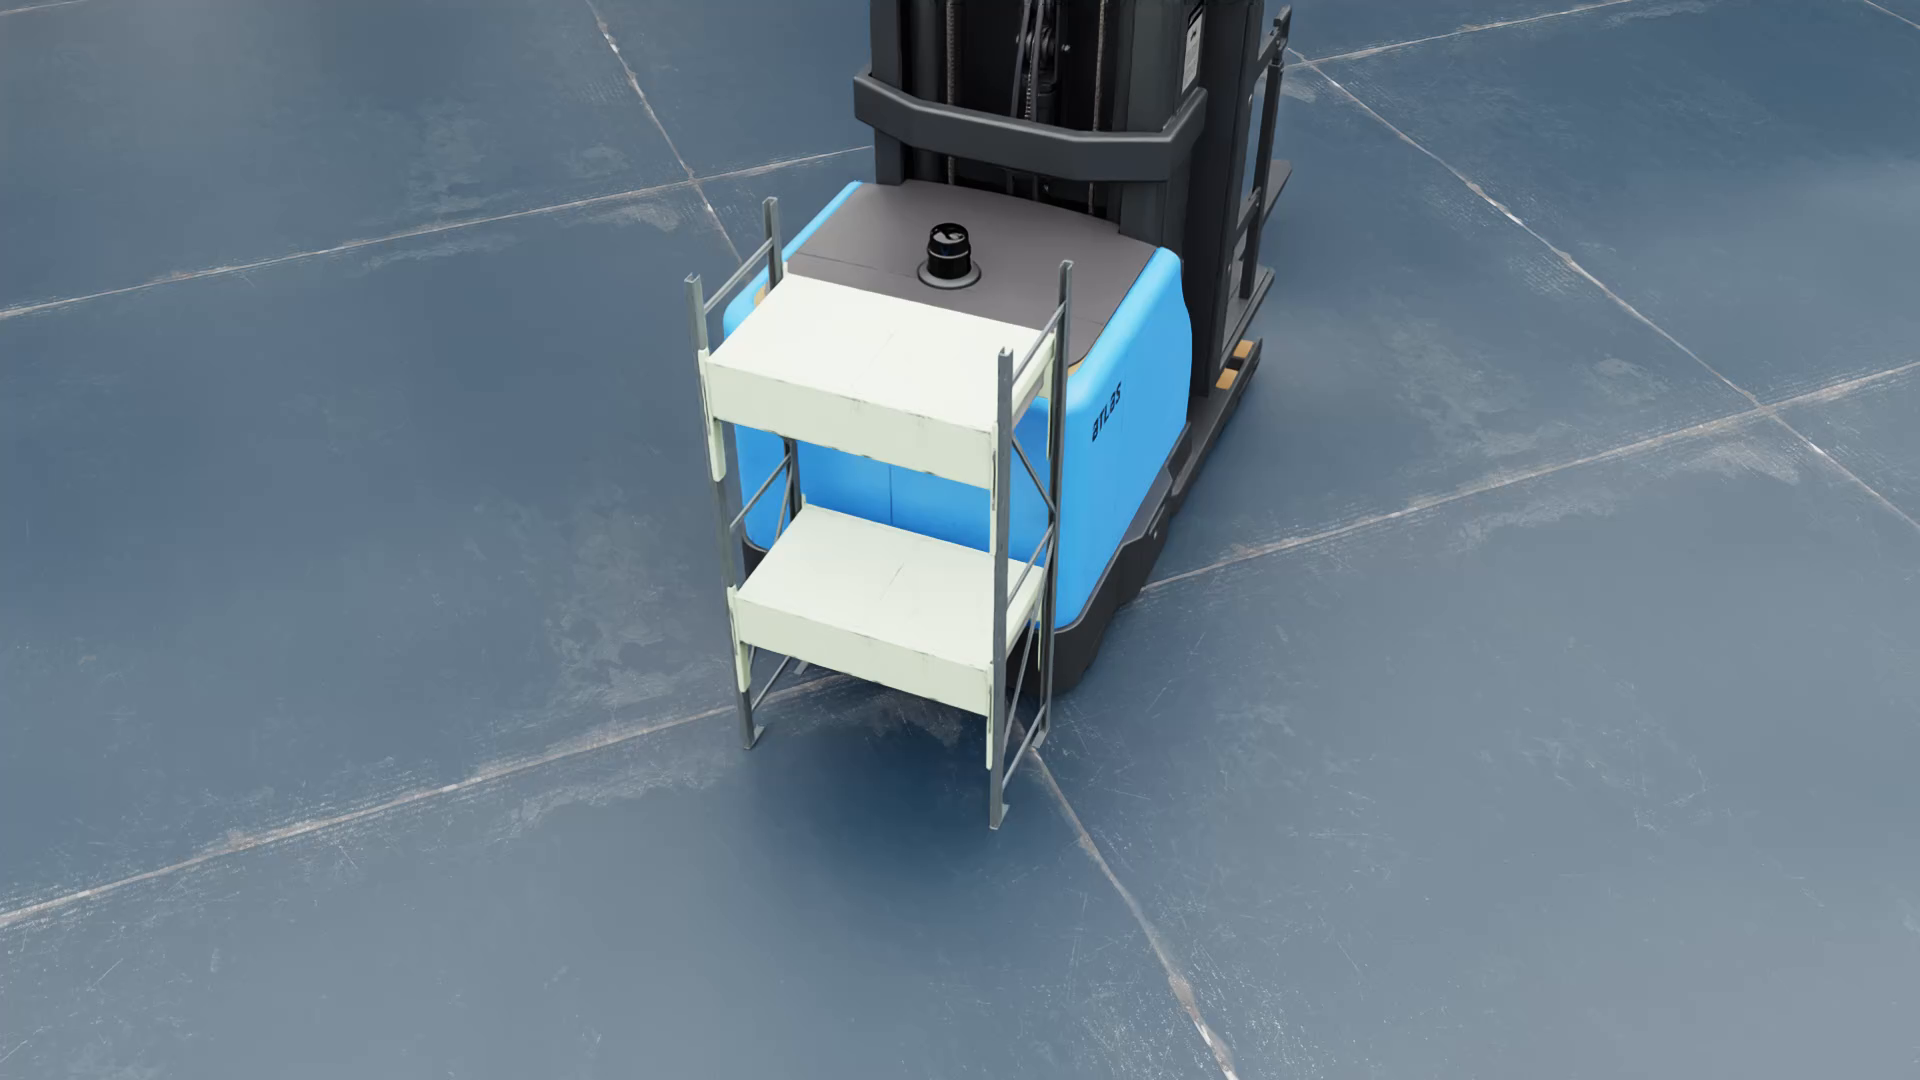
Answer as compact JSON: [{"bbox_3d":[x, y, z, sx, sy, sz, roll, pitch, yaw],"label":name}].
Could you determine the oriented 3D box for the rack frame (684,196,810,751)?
[{"bbox_3d":[-0.512,-0.111,4.229,0.023,1.500,0.400,15,43,17],"label":"rack frame"}]

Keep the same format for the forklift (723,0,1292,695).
[{"bbox_3d":[0.417,-1.642,4.912,1.130,2.935,3.031,16,43,18],"label":"forklift"}]

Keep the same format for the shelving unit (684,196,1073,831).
[{"bbox_3d":[-0.174,-0.019,4.122,0.755,1.500,0.431,15,43,17],"label":"shelving unit"}]

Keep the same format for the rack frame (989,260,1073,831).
[{"bbox_3d":[0.164,0.073,4.015,0.023,1.500,0.400,15,43,17],"label":"rack frame"}]

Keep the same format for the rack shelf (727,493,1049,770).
[{"bbox_3d":[-0.174,0.228,4.334,0.720,0.370,0.431,15,43,17],"label":"rack shelf"}]

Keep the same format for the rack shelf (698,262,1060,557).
[{"bbox_3d":[-0.174,-0.315,3.867,0.720,0.370,0.431,15,43,17],"label":"rack shelf"}]
